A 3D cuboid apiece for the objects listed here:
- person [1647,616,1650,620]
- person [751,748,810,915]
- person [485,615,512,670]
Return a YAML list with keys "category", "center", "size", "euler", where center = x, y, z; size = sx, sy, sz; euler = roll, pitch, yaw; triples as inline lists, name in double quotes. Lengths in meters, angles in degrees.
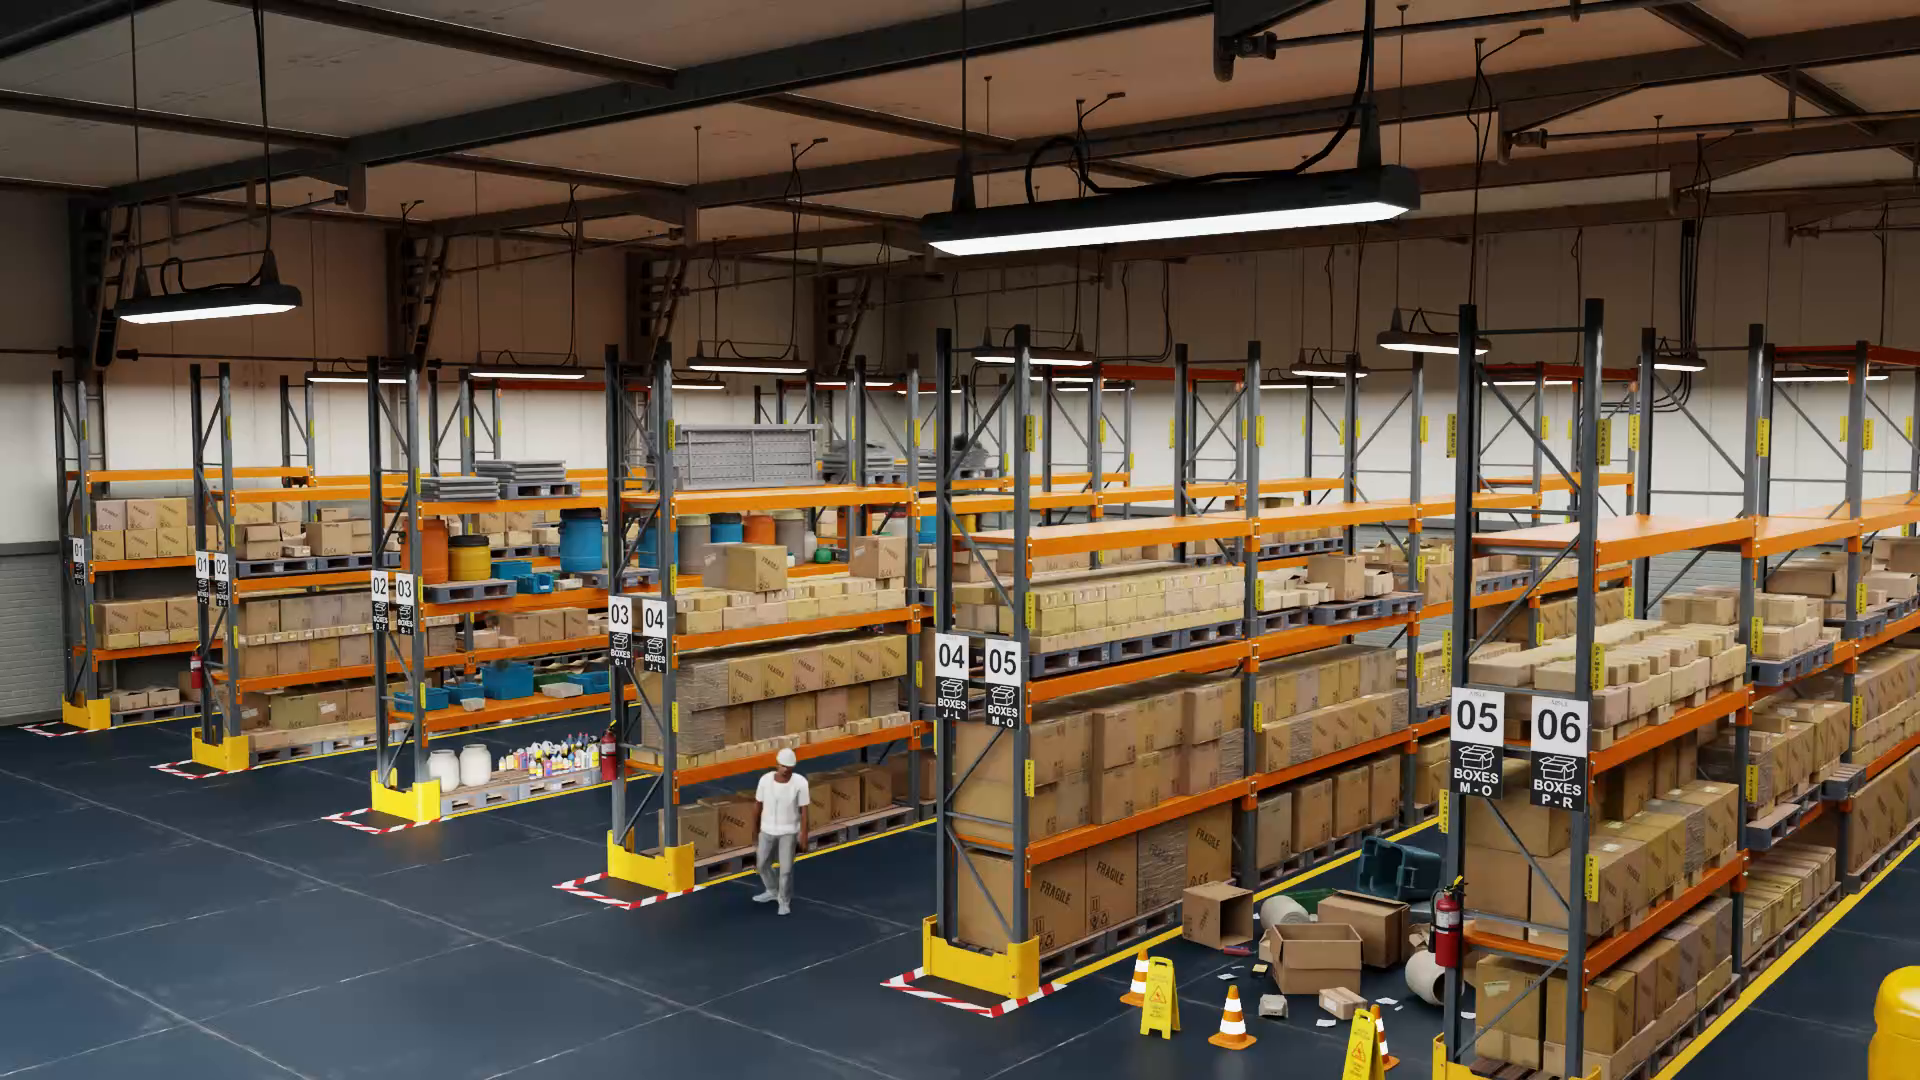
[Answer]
- category: "person"
  center: [11.745, 2.209, 28.610]
  size: [0.865, 1.845, 0.673]
  euler: [0, 4, -1]
- category: "person"
  center: [-1.892, 3.030, 17.456]
  size: [0.670, 1.749, 0.488]
  euler: [1, 4, 12]
- category: "person"
  center: [-8.512, 2.182, 30.697]
  size: [0.607, 1.622, 0.757]
  euler: [0, 4, -2]
